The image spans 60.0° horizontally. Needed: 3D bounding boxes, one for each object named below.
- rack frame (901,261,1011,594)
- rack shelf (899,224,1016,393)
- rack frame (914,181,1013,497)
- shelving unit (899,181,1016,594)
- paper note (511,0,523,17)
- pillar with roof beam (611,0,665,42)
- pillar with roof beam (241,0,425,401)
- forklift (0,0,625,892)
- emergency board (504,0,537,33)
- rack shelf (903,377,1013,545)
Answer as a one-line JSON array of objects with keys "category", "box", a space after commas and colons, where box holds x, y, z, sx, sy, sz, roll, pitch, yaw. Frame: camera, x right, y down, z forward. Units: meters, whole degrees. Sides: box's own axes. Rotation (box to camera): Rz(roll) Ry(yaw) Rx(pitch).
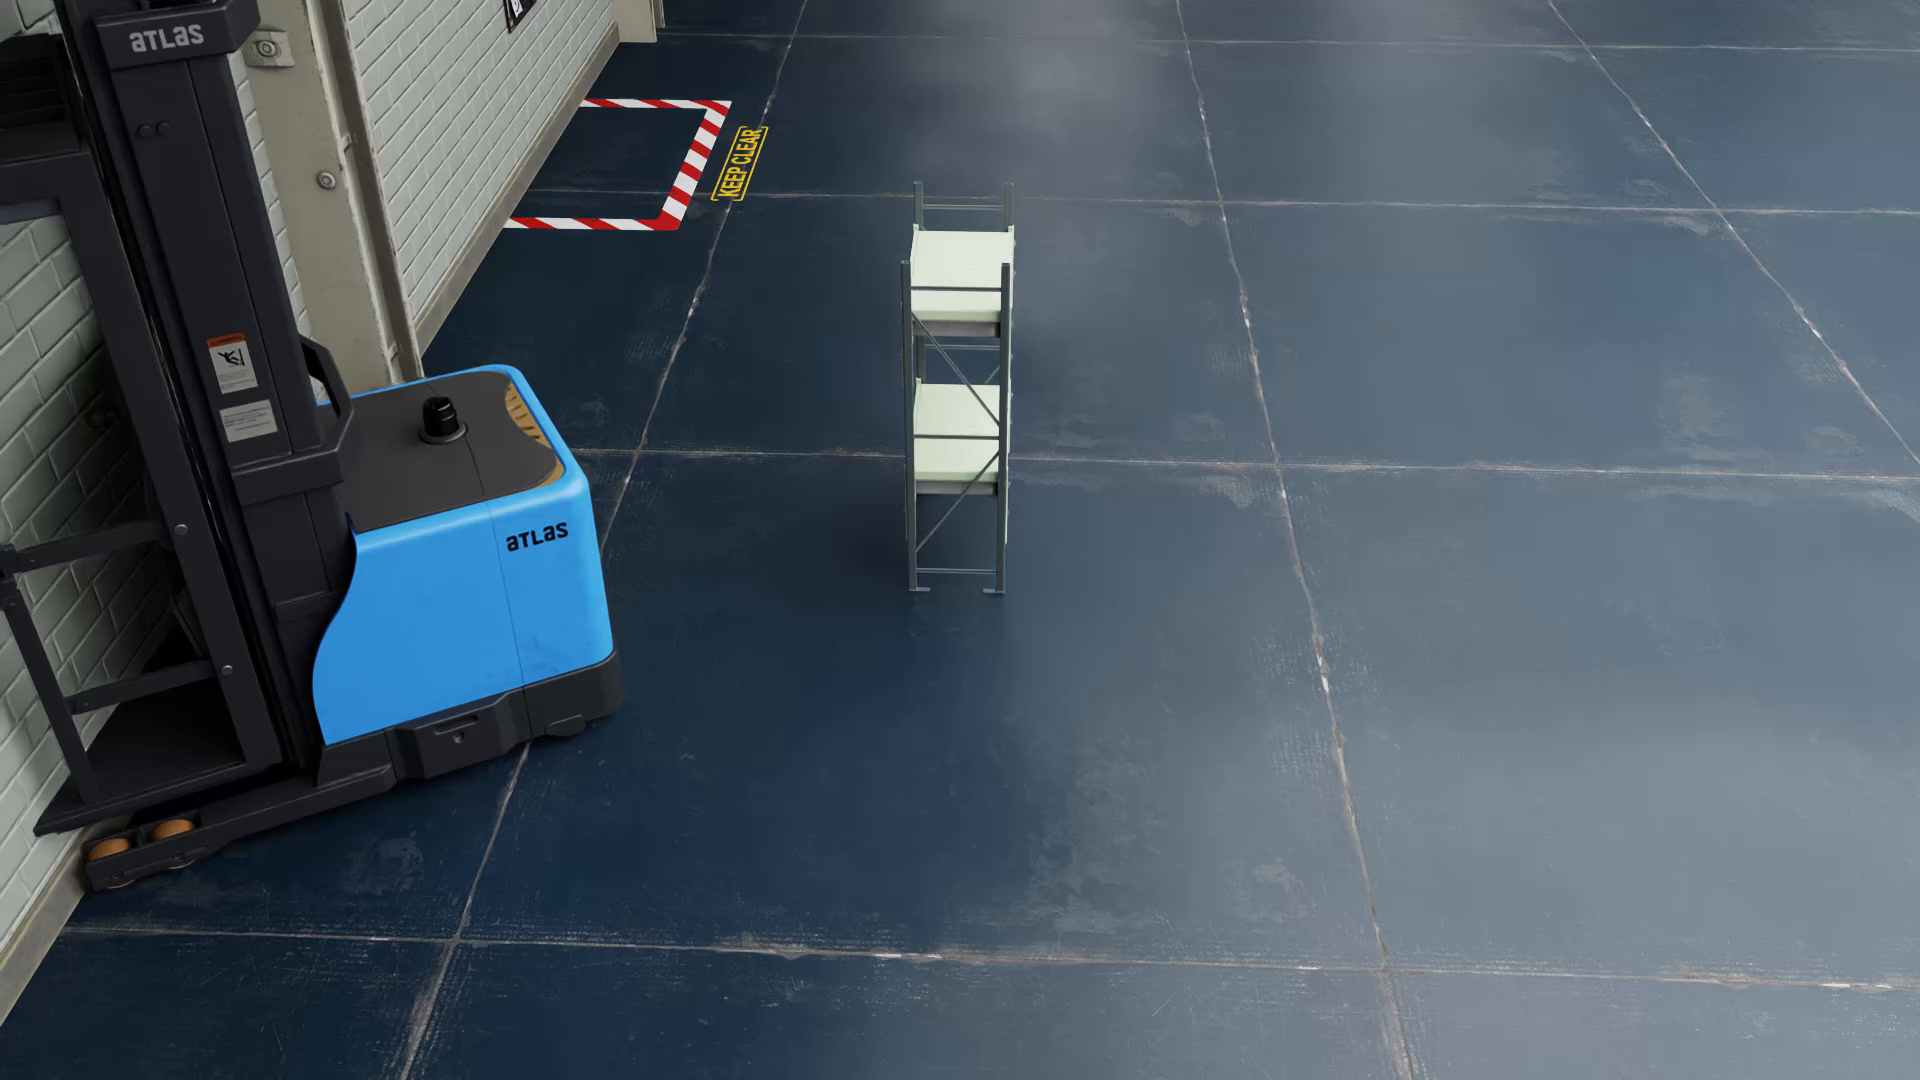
[{"category": "rack frame", "box": [-0.015, -0.399, 6.514, 0.400, 1.500, 0.023, 1, 35, 2]}, {"category": "rack shelf", "box": [0.000, -0.929, 6.589, 0.431, 0.370, 0.720, 1, 35, 2]}, {"category": "rack frame", "box": [0.014, -0.820, 7.113, 0.400, 1.500, 0.023, 1, 35, 2]}, {"category": "shelving unit", "box": [0.000, -0.610, 6.813, 0.431, 1.500, 0.755, 1, 35, 2]}, {"category": "paper note", "box": [-2.673, -3.245, 10.024, 0.016, 0.148, 0.142, 1, 35, 2]}, {"category": "pillar with roof beam", "box": [1.842, -7.479, 10.066, 9.100, 9.000, 0.400, 1, 35, 2]}, {"category": "pillar with roof beam", "box": [1.601, -4.032, 5.161, 9.100, 9.000, 0.400, 1, 35, 2]}, {"category": "forklift", "box": [-2.814, -0.378, 5.239, 3.031, 2.935, 1.130, -17, 38, -22]}, {"category": "emergency board", "box": [-2.616, -3.700, 9.907, 0.157, 1.169, 0.626, 1, 35, 2]}, {"category": "rack shelf", "box": [0.000, -0.343, 7.001, 0.431, 0.370, 0.720, 1, 35, 2]}]
